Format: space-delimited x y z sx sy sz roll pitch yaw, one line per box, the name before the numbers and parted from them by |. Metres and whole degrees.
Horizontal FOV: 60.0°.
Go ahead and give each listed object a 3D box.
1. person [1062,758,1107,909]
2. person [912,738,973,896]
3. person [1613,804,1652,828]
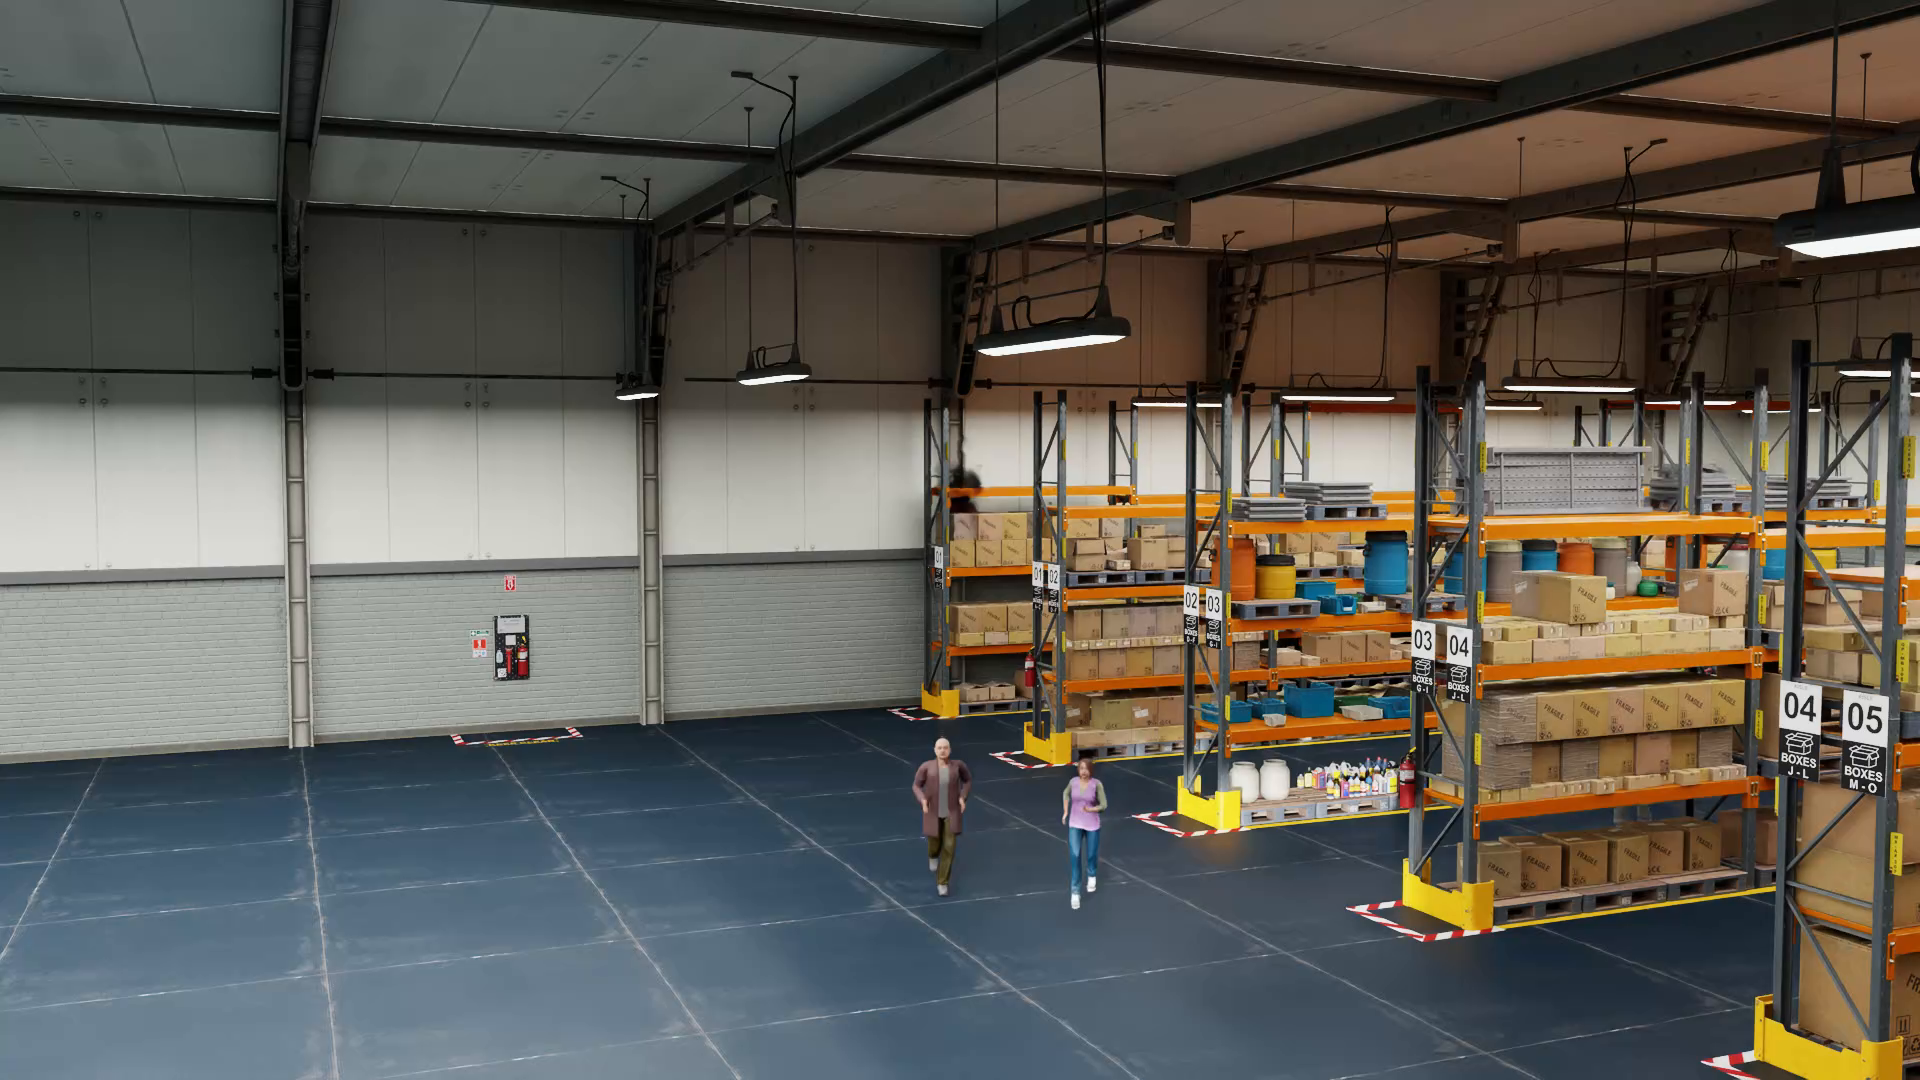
person | 1.397 3.243 18.686 0.528 1.613 0.825 1 3 11
person | -0.194 3.160 19.214 0.708 1.748 0.875 0 3 -4
person | 8.900 3.055 21.983 0.672 1.704 0.559 -2 4 -30
